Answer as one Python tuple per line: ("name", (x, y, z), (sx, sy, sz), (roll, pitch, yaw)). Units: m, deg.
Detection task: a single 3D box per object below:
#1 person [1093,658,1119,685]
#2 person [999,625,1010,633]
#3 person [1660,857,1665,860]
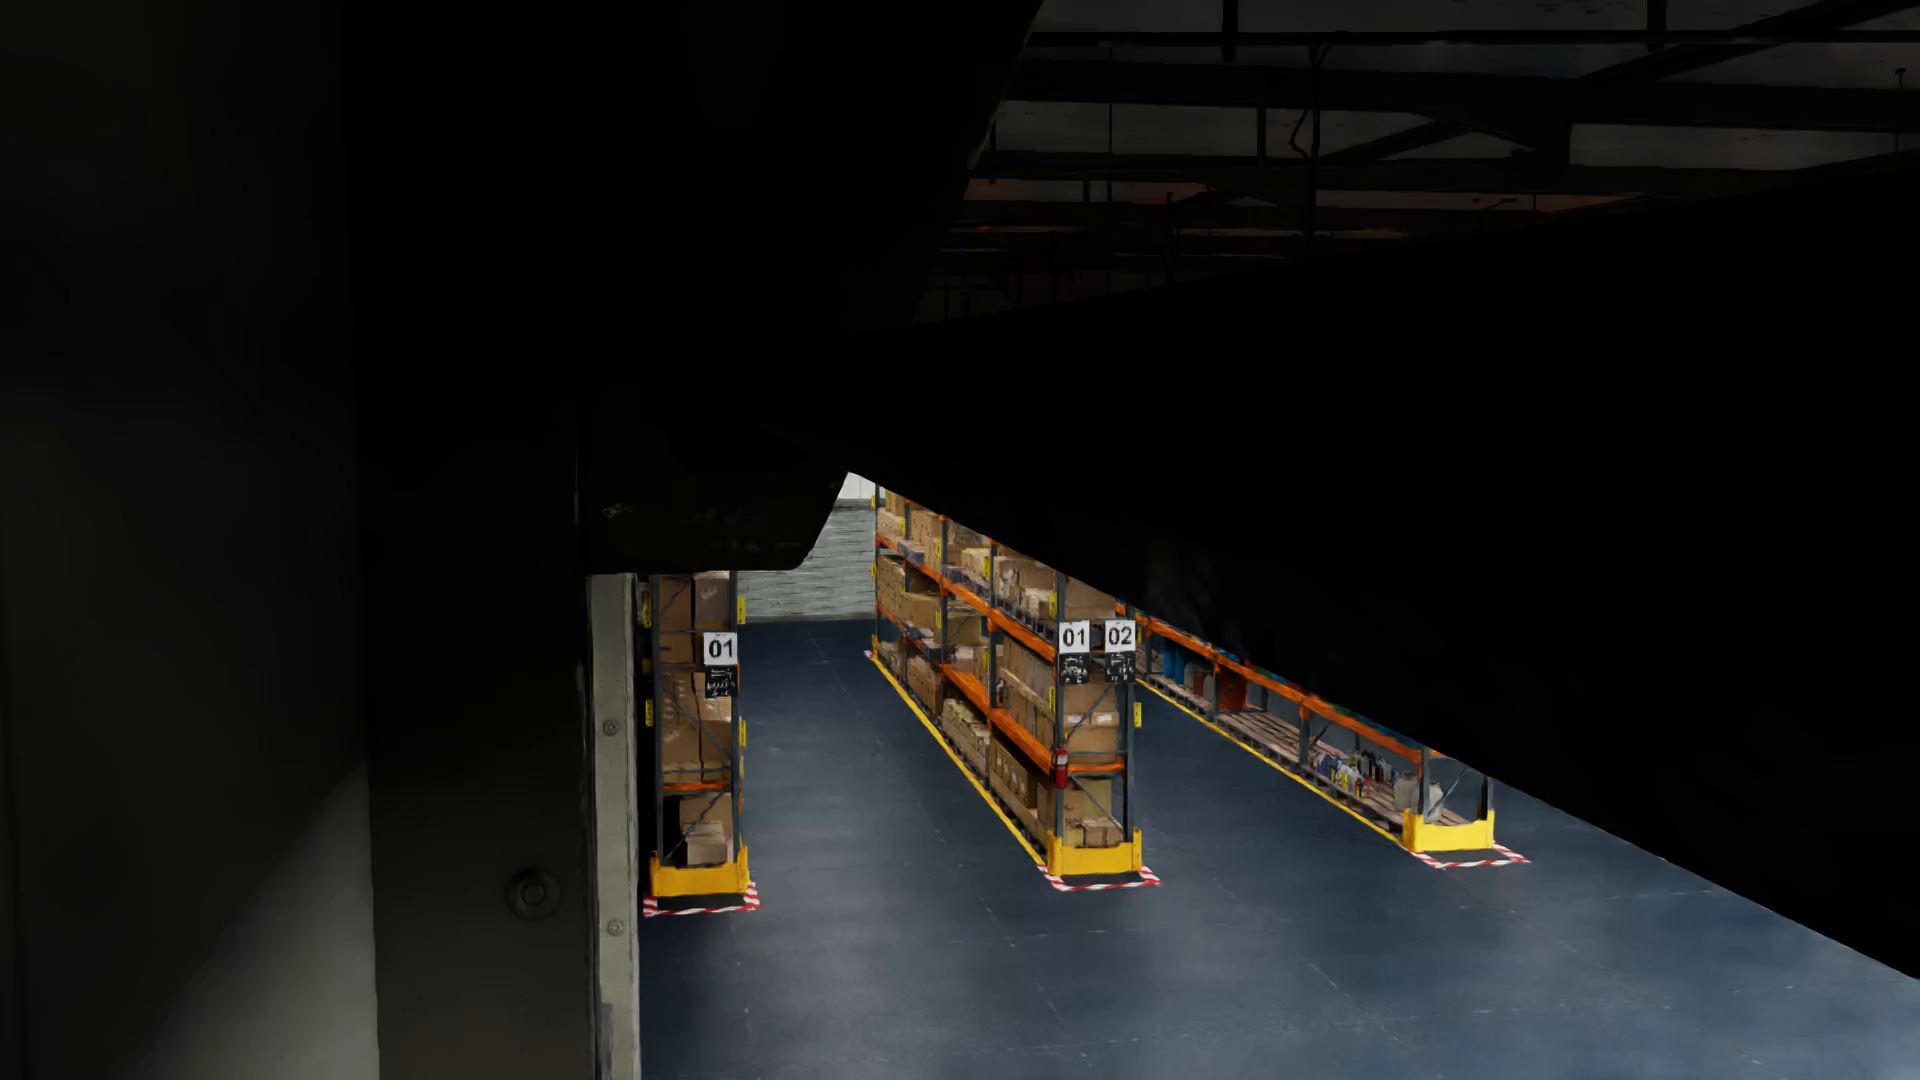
("person", (2.721, 2.286, 31.400), (0.441, 1.659, 0.539), (-5, 8, -40))
("person", (1.040, 1.459, 39.132), (0.728, 1.733, 0.546), (-1, 6, -13))
("person", (9.361, 3.377, 21.294), (0.573, 1.533, 0.755), (-4, 7, -31))
